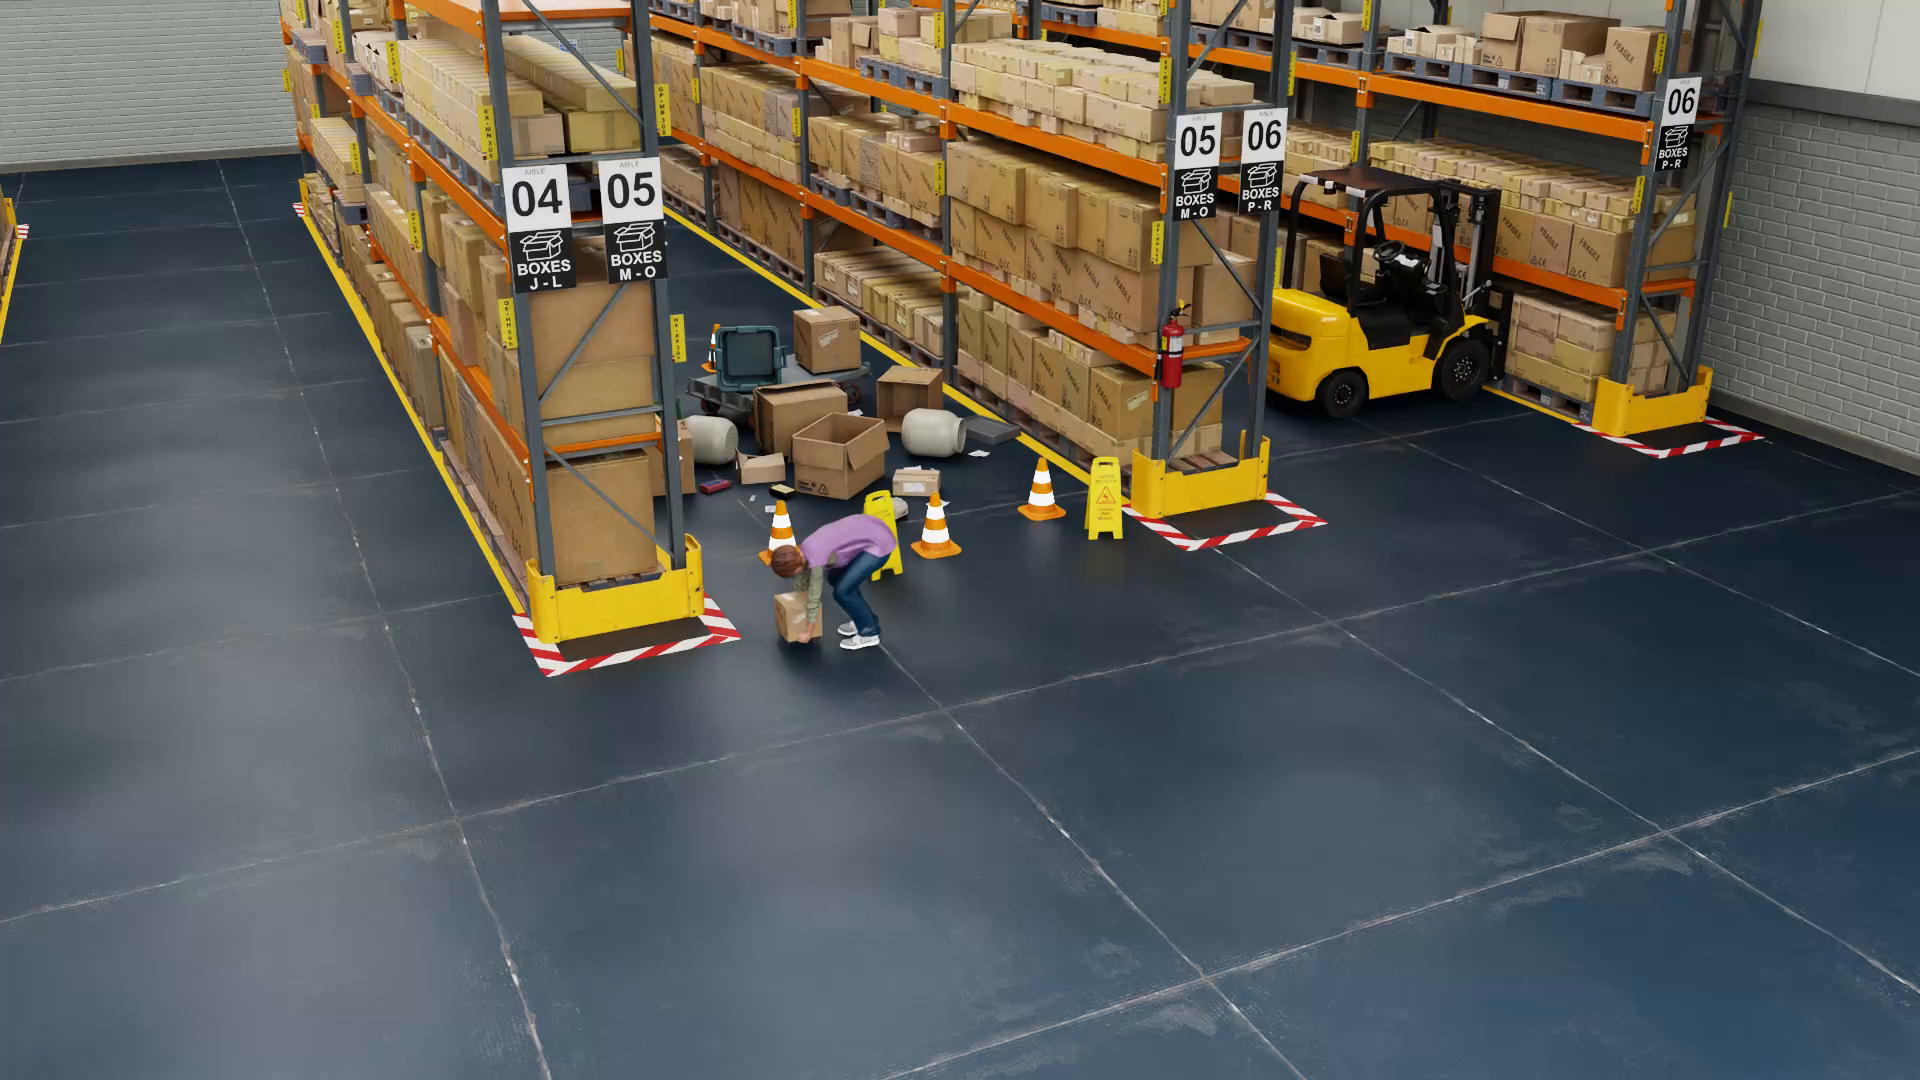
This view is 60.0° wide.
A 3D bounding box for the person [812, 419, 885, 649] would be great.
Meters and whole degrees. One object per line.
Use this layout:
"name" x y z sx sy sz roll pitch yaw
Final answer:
"person" -0.750 -0.044 11.108 0.499 1.599 0.376 -3 23 -7
